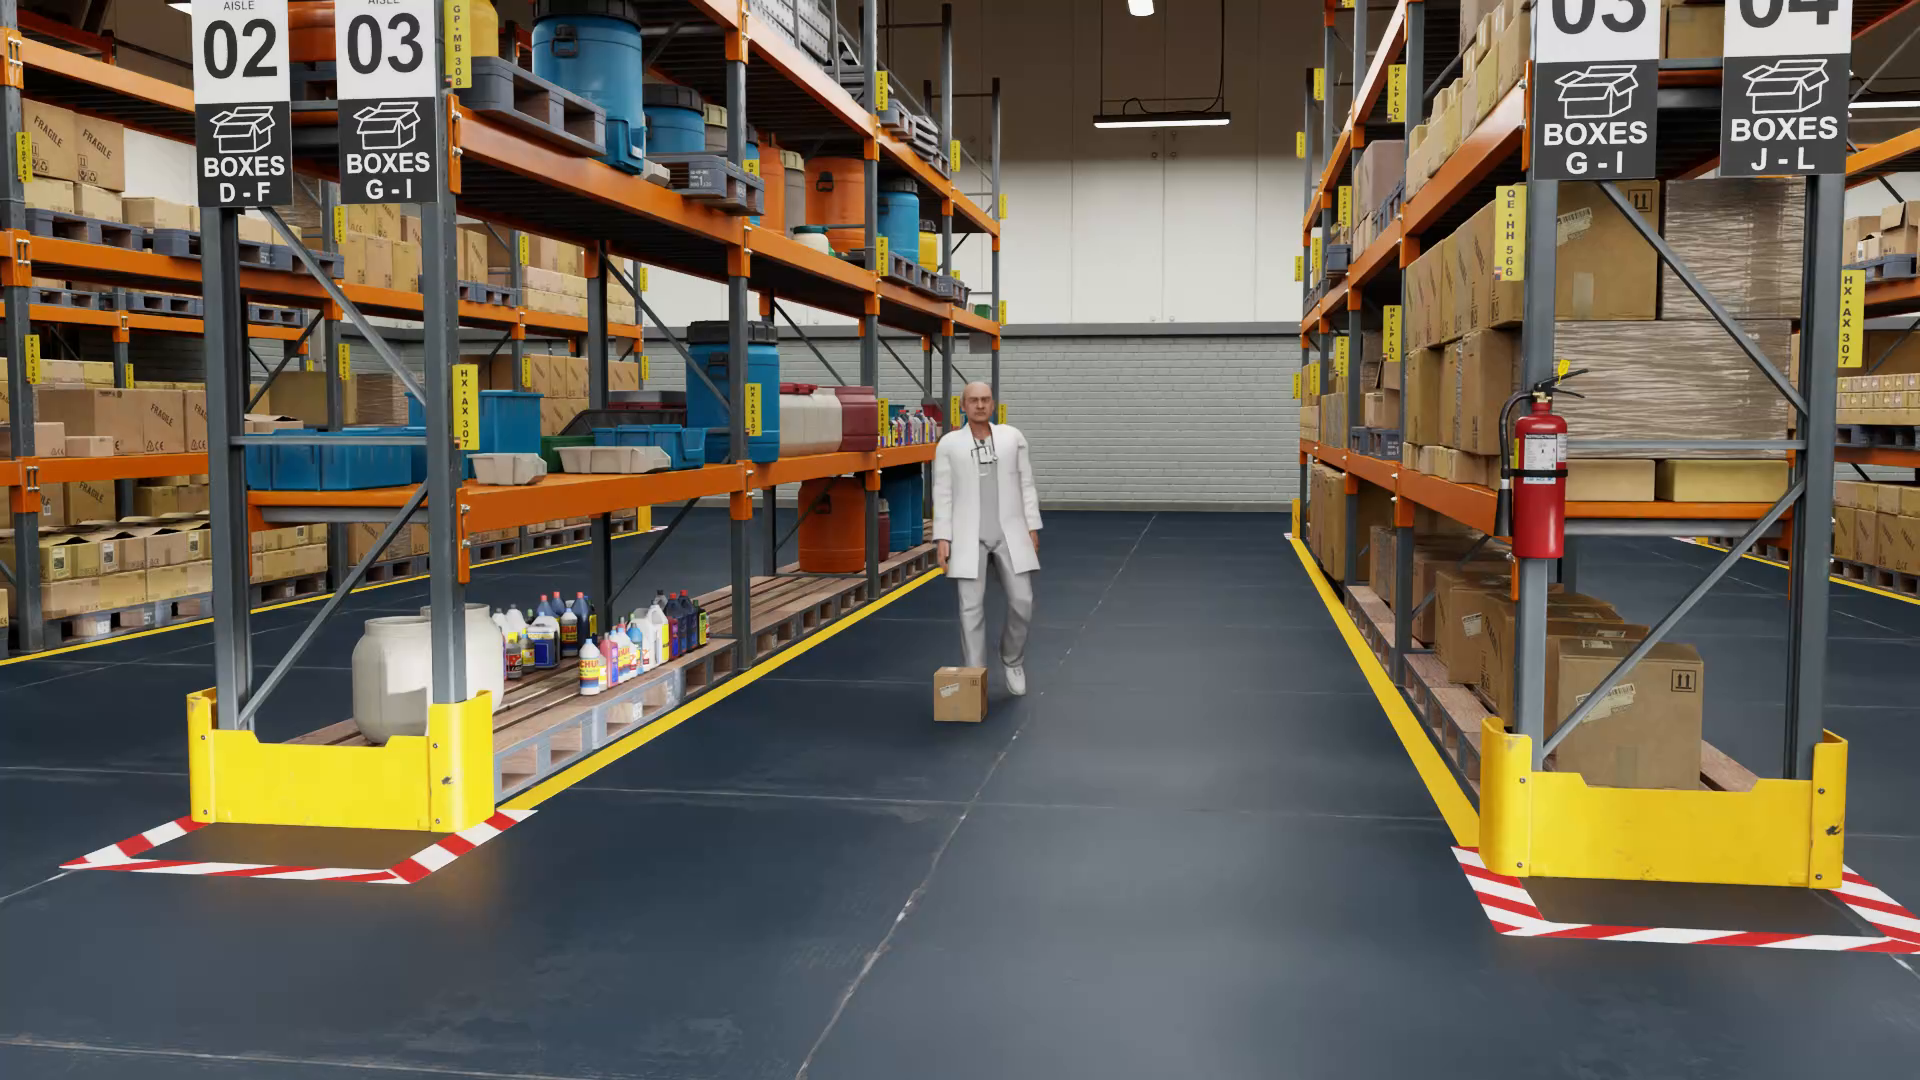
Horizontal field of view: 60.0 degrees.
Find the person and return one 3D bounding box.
[{"bbox_3d":[0.159,0.001,9.351,0.639,1.785,0.652,0,4,-3],"label":"person"}]
